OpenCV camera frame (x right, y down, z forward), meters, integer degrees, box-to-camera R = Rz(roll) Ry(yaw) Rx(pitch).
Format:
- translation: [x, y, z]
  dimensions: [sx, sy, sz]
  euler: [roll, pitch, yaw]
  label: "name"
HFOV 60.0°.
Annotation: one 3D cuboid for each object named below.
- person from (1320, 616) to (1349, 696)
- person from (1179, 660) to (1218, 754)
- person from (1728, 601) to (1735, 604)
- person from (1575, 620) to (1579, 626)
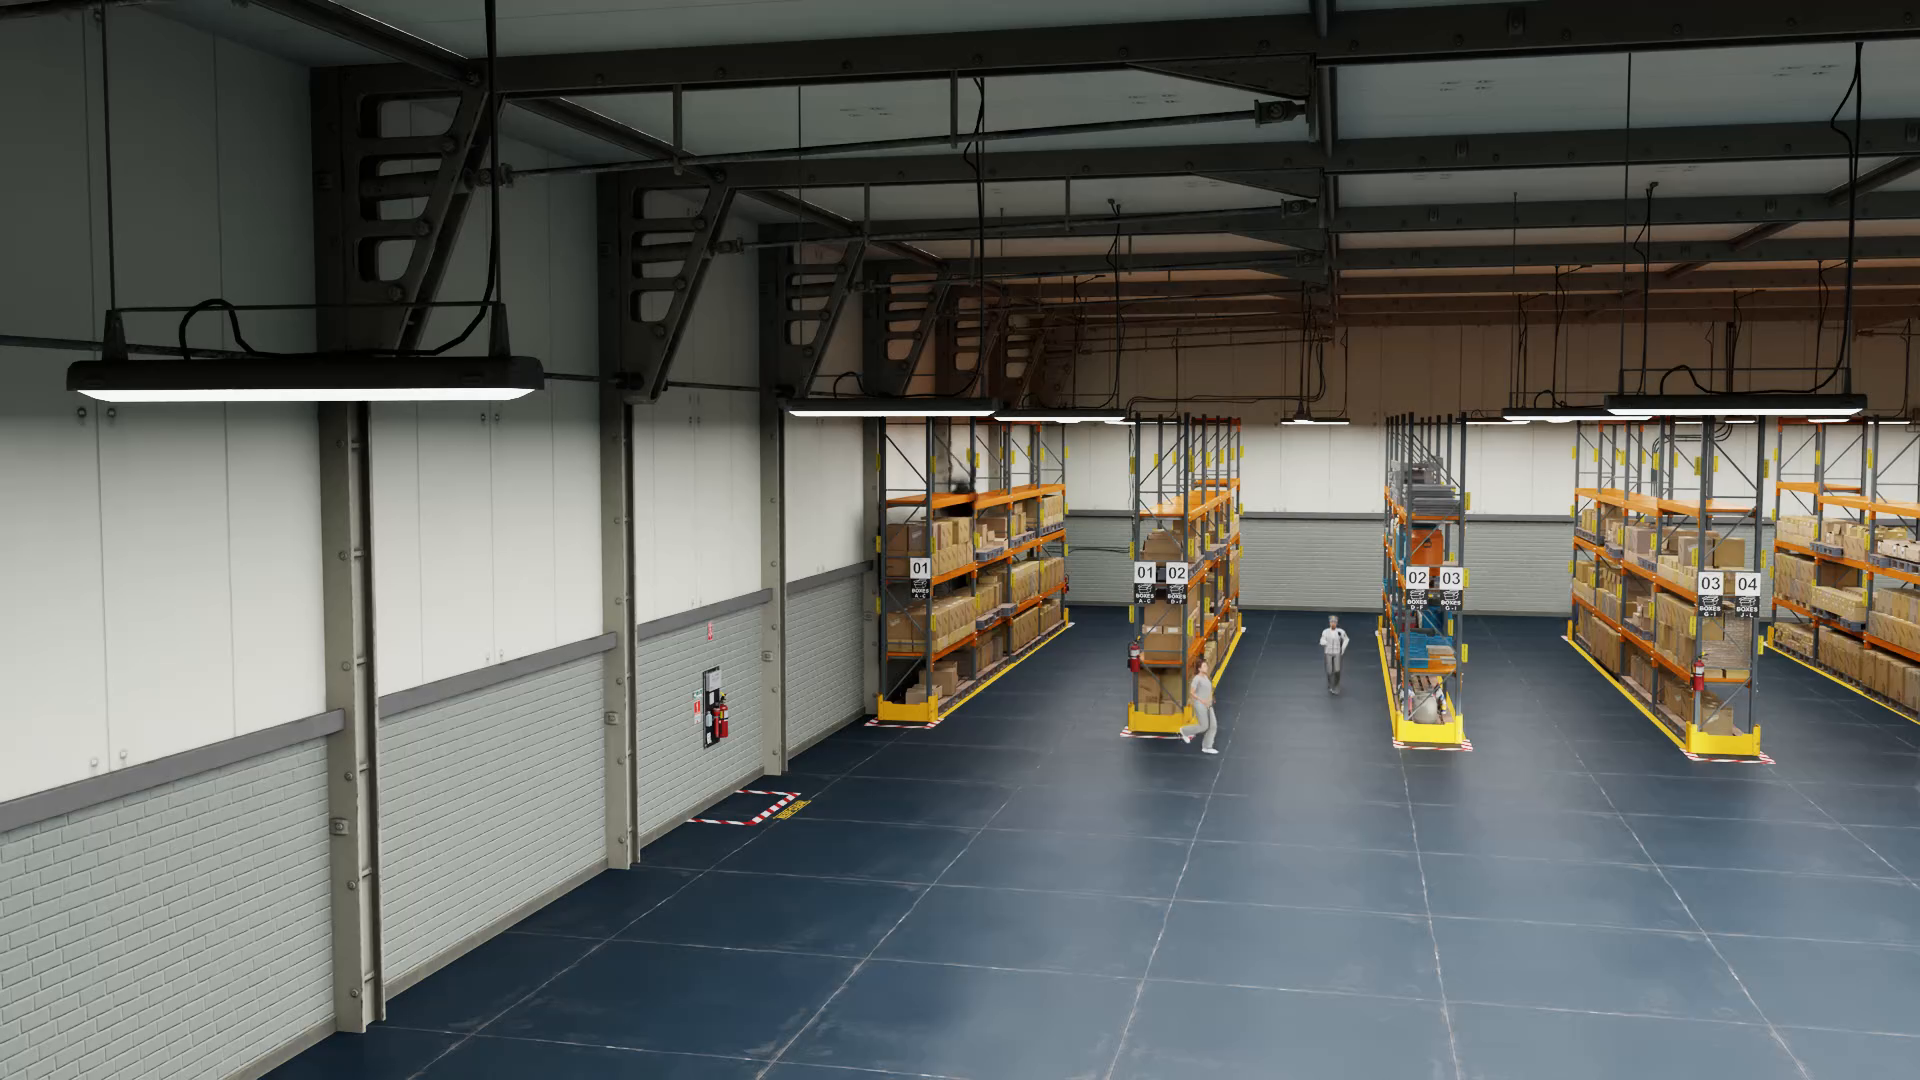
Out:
- translation: [7.999, 2.477, 35.593]
  dimensions: [0.592, 1.728, 0.659]
  euler: [1, 4, 17]
  label: "person"
- translation: [4.239, 2.926, 29.333]
  dimensions: [0.740, 1.639, 0.576]
  euler: [3, 5, 38]
  label: "person"
- translation: [19.755, 2.045, 42.730]
  dimensions: [0.708, 1.583, 0.517]
  euler: [2, 5, 32]
  label: "person"
- translation: [17.393, 1.818, 46.009]
  dimensions: [0.828, 1.650, 0.644]
  euler: [2, 4, 30]
  label: "person"
